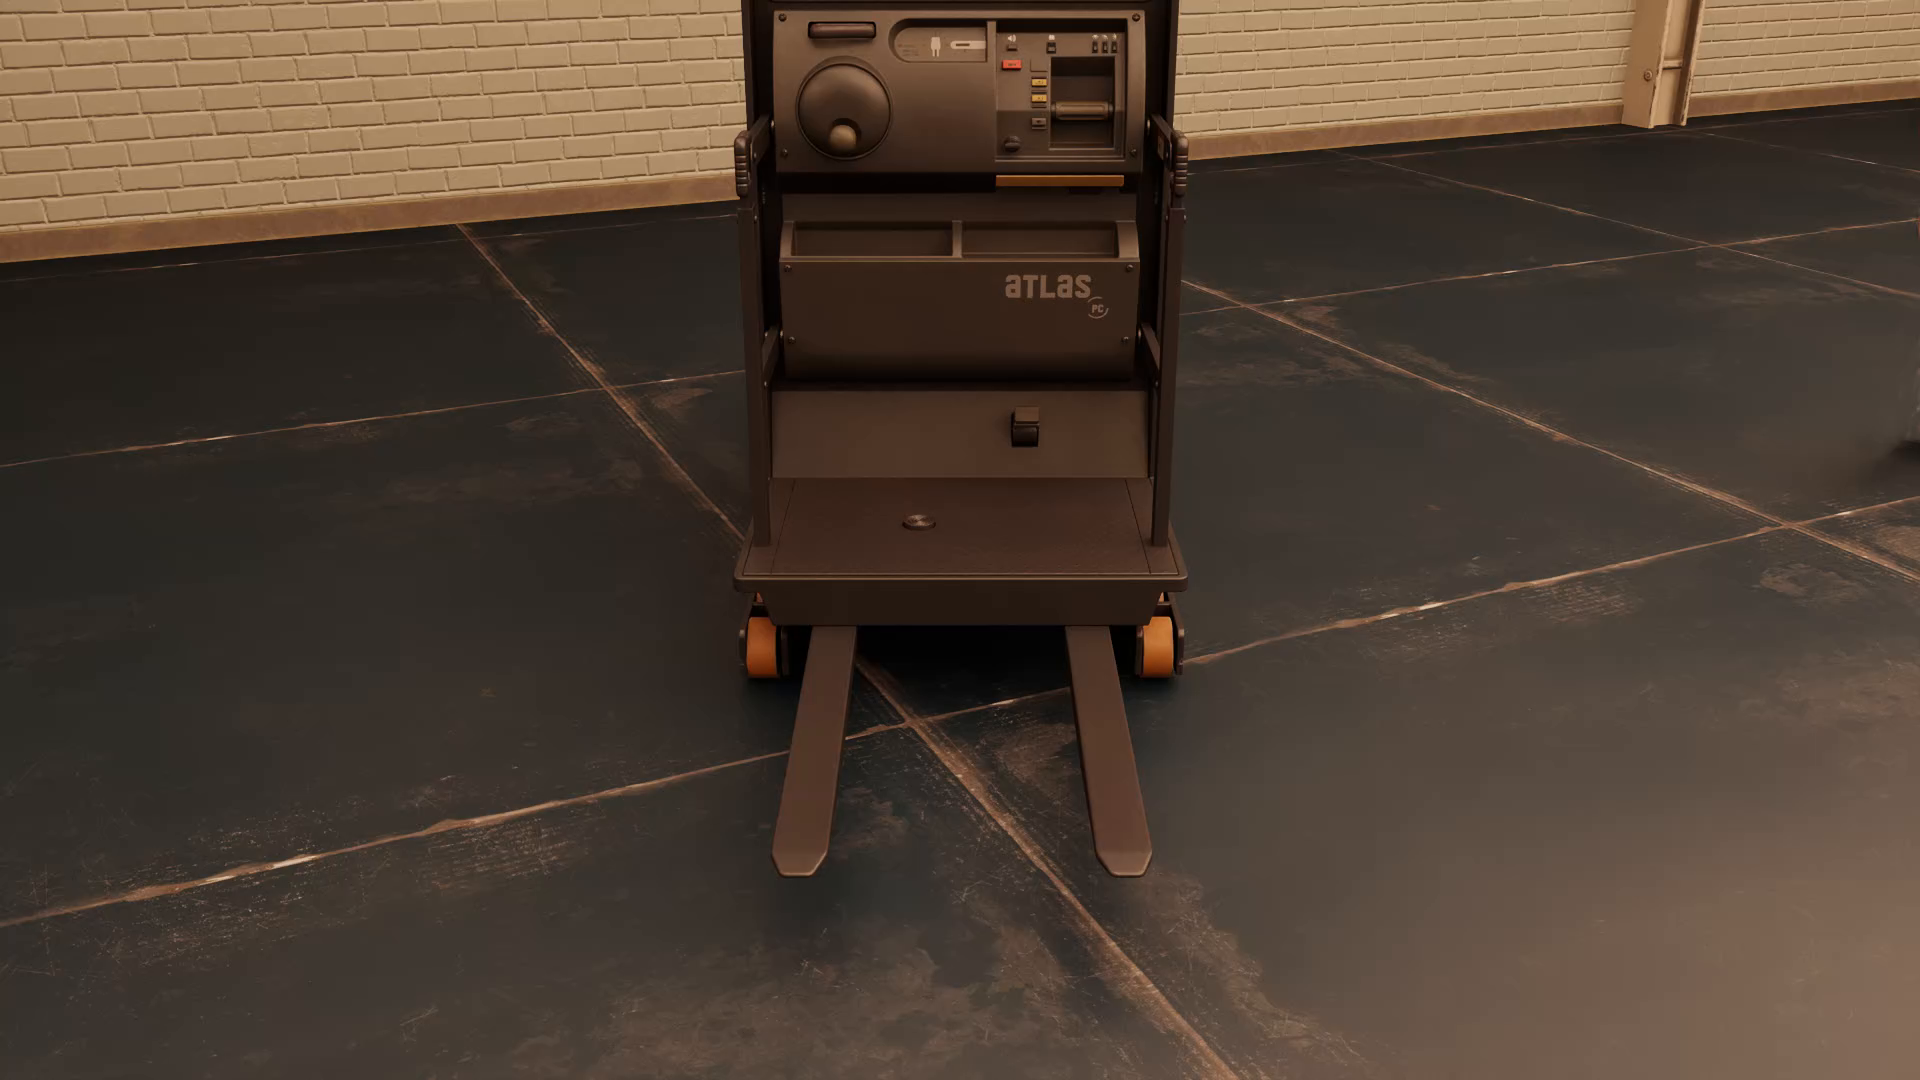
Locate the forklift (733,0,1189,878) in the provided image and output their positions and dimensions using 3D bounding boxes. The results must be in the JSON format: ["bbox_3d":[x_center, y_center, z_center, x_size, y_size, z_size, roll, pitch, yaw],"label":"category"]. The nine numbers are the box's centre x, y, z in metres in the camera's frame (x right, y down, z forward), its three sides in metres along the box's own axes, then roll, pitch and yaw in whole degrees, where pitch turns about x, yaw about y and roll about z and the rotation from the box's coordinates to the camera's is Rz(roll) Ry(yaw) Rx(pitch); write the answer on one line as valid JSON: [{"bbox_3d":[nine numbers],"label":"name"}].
[{"bbox_3d":[0.001,-1.114,3.968,1.130,2.935,3.031,0,23,0],"label":"forklift"}]
